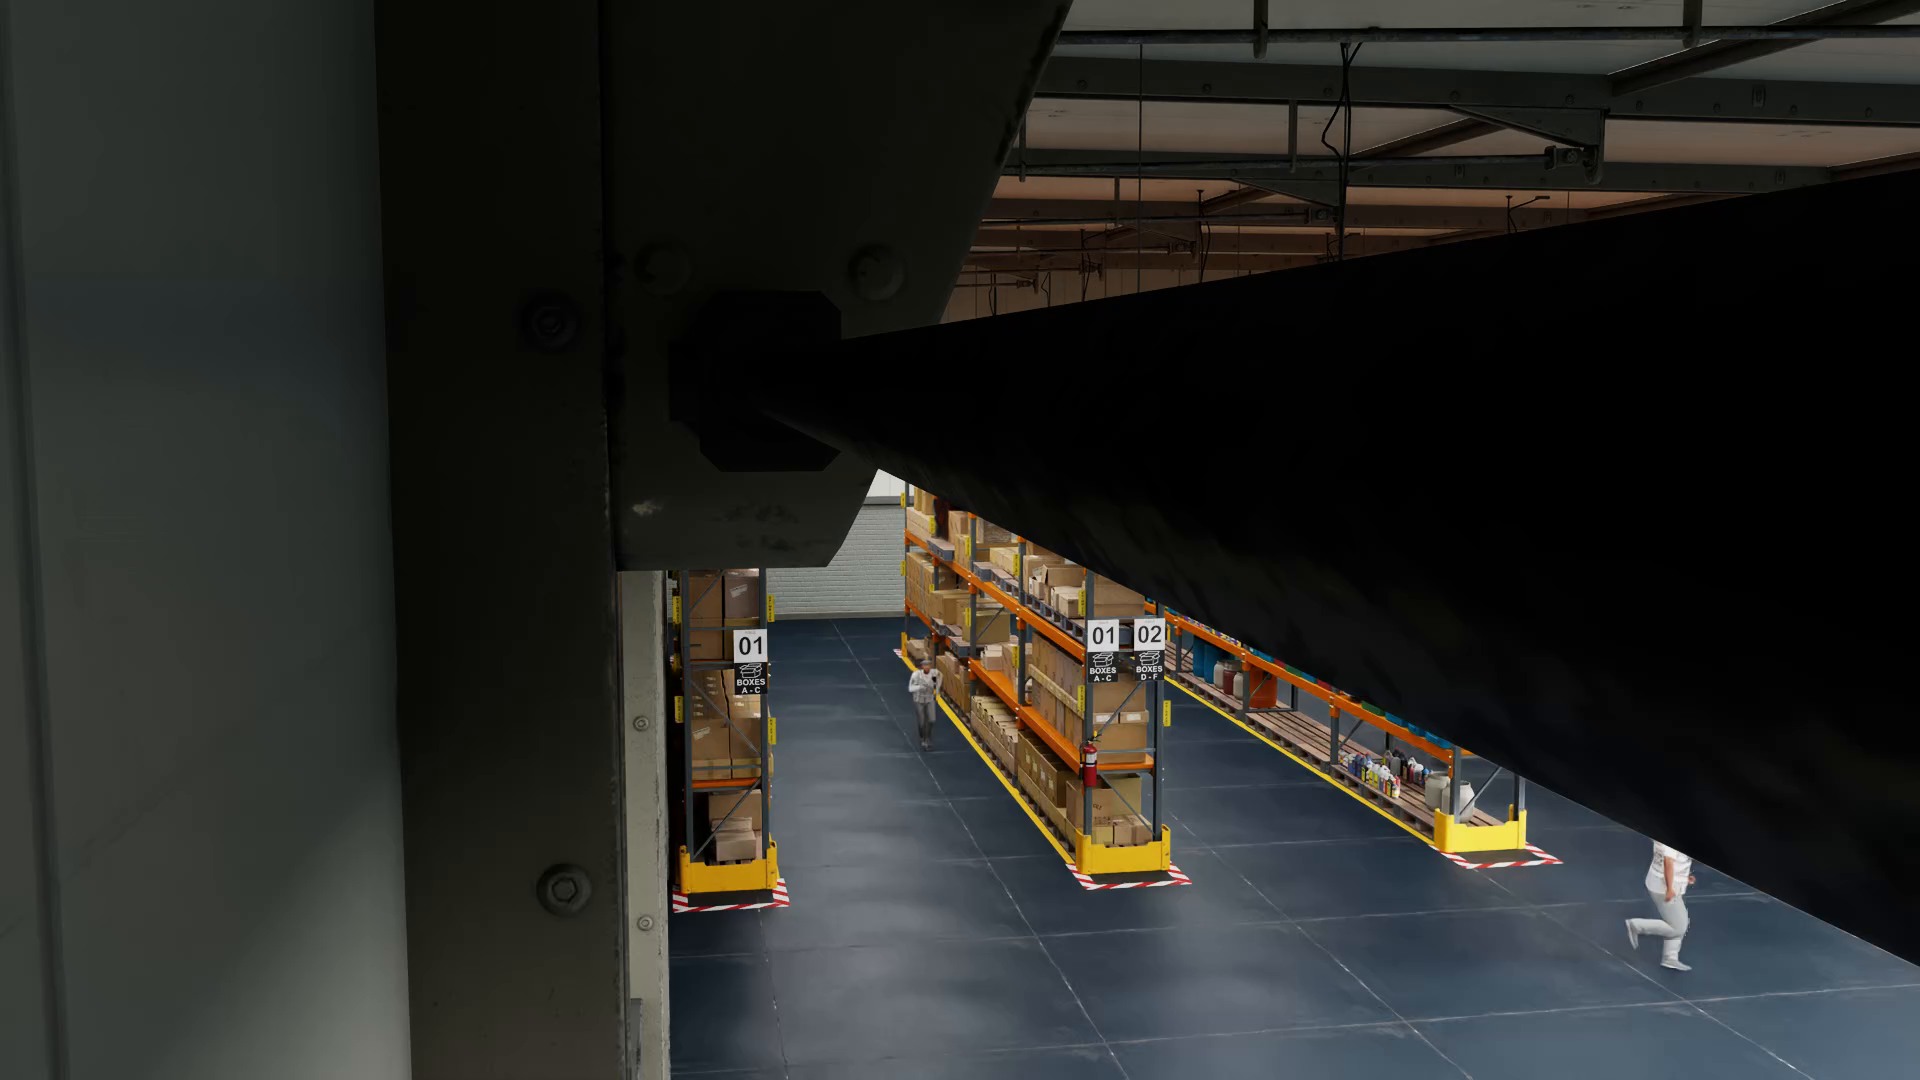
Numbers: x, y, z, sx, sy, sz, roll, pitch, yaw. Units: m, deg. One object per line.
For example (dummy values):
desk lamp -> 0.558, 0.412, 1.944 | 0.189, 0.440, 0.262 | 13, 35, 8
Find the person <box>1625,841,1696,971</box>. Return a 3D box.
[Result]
person -> 7.402, 3.680, 17.532 | 0.723, 1.746, 0.694 | 1, 6, 10

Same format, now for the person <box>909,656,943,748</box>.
person -> -0.574, 2.671, 27.367 | 0.556, 1.608, 0.811 | -1, 6, -6

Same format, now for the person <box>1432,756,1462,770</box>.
person -> 7.834, 2.741, 26.280 | 0.670, 1.790, 0.804 | -5, 8, -43
